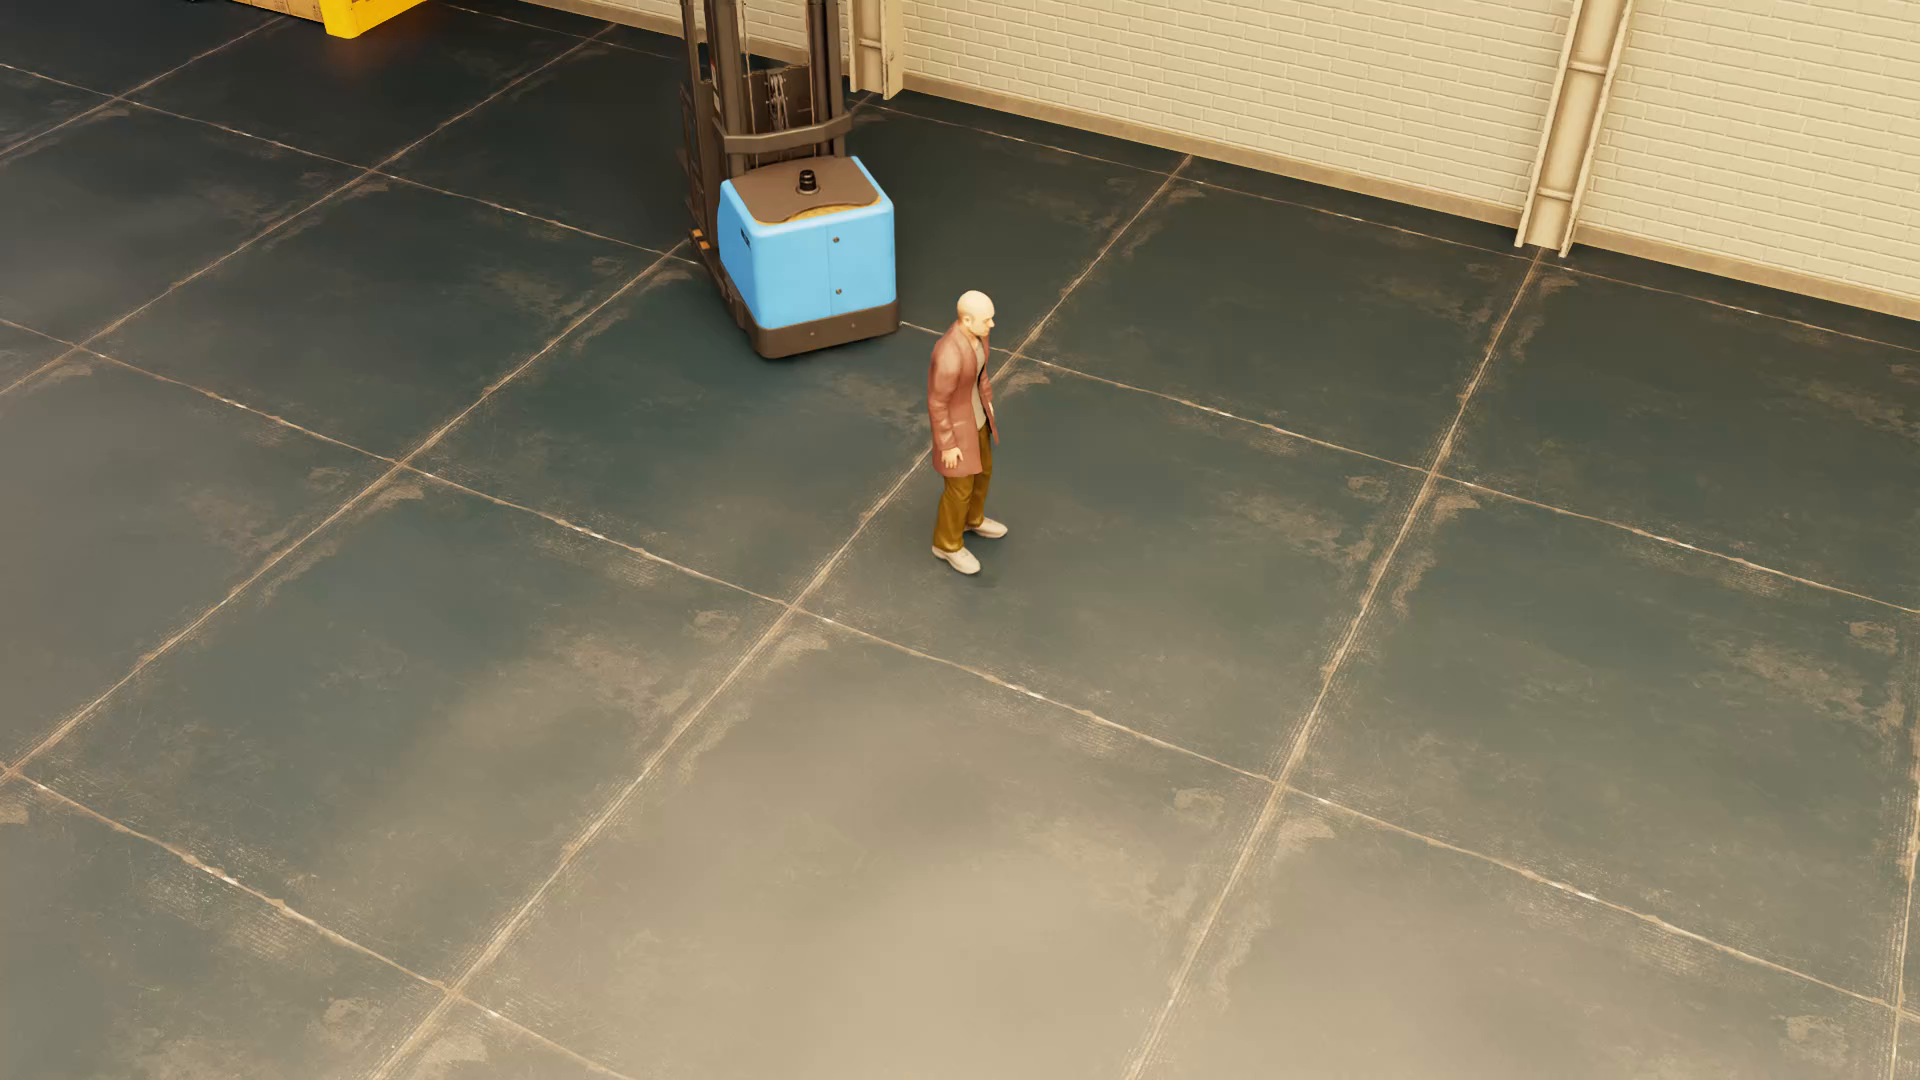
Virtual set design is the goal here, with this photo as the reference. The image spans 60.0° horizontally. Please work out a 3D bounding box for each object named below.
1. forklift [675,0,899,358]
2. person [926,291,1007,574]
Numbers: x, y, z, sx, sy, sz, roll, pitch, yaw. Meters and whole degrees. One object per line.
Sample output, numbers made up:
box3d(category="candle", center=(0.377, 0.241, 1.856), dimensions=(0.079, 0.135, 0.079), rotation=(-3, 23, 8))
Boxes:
box3d(category="forklift", center=(-1.463, -3.348, 11.962), dimensions=(1.130, 2.935, 3.031), rotation=(-15, 42, -17))
box3d(category="person", center=(0.033, -0.674, 9.686), dimensions=(0.431, 1.773, 0.644), rotation=(17, 43, 19))
